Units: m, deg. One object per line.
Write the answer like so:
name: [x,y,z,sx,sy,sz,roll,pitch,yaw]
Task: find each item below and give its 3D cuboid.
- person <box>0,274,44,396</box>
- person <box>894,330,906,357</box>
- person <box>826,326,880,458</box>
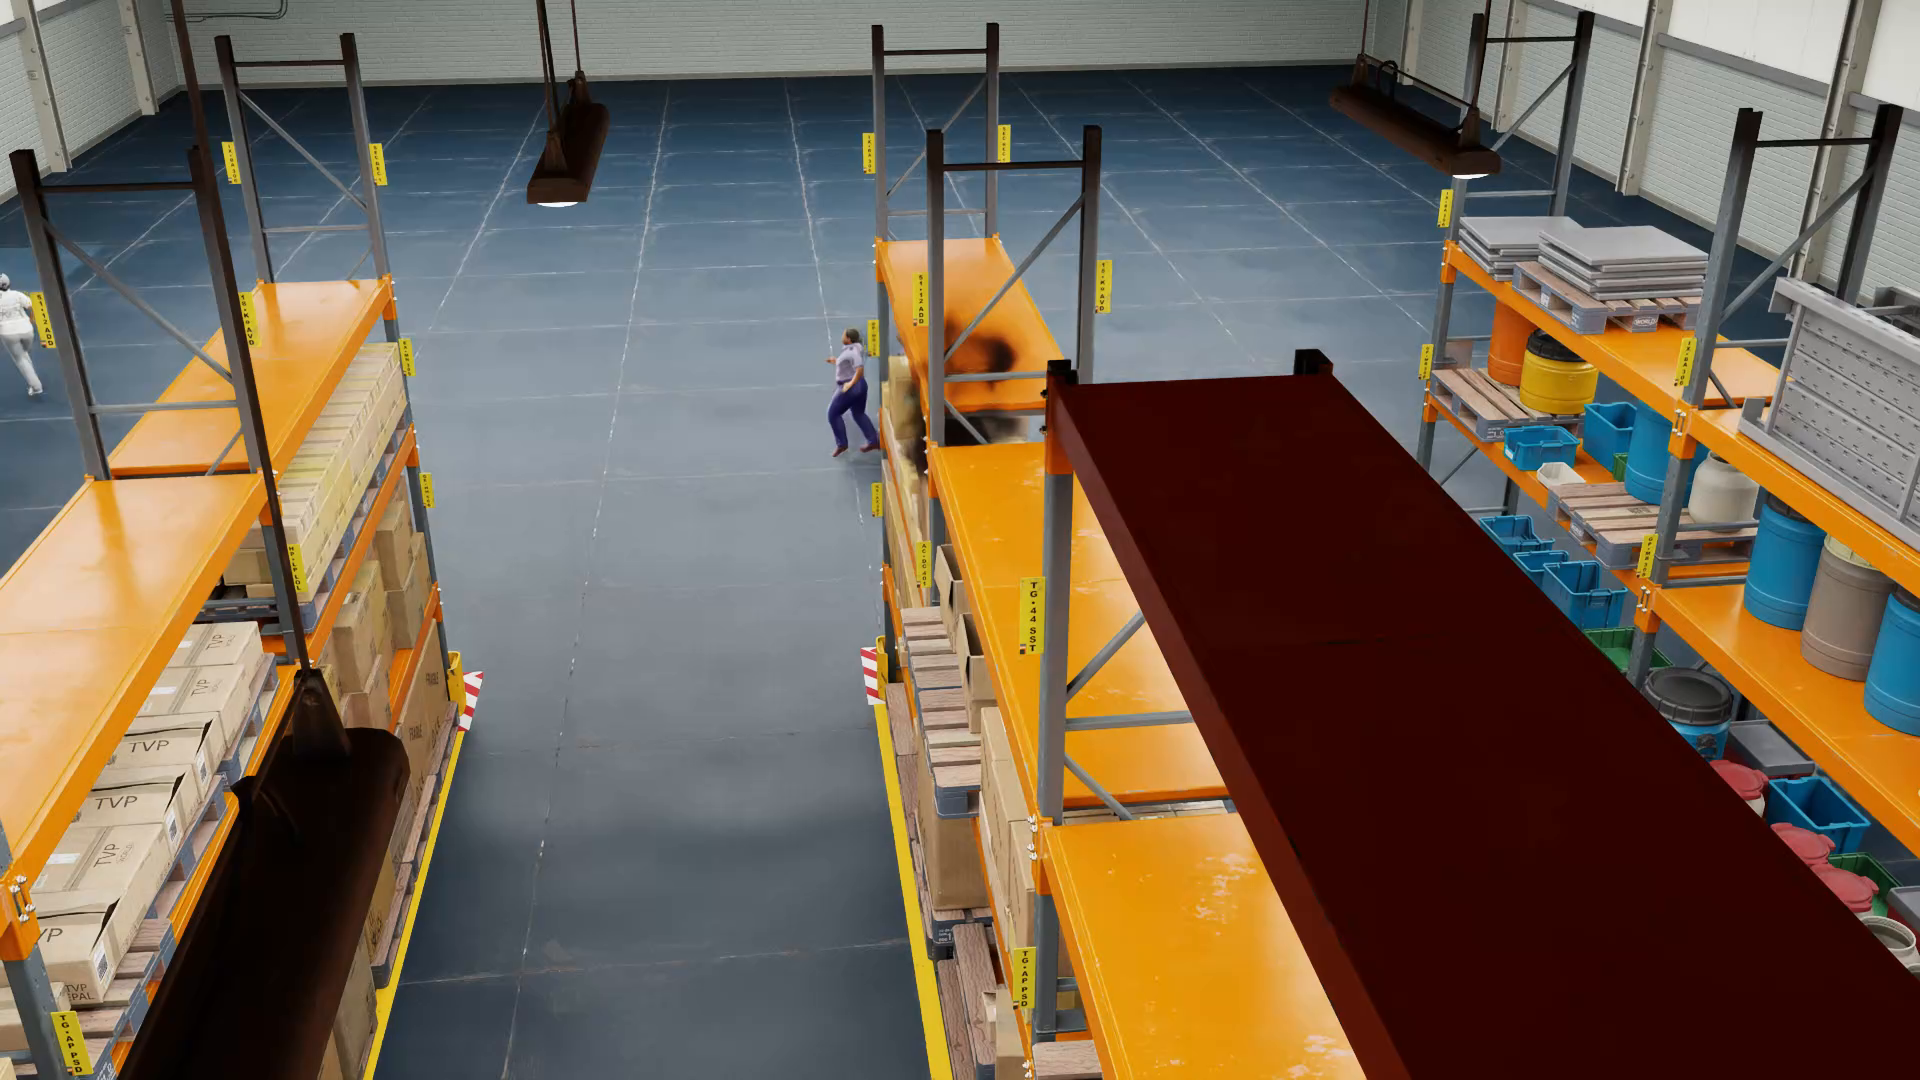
person: [-12.669,-2.707,22.308,0.743,1.737,0.573,19,31,34]
person: [-0.684,-1.900,20.704,0.543,1.556,0.540,6,26,13]
person: [-1.327,-1.802,20.387,0.708,1.700,0.585,9,27,17]
